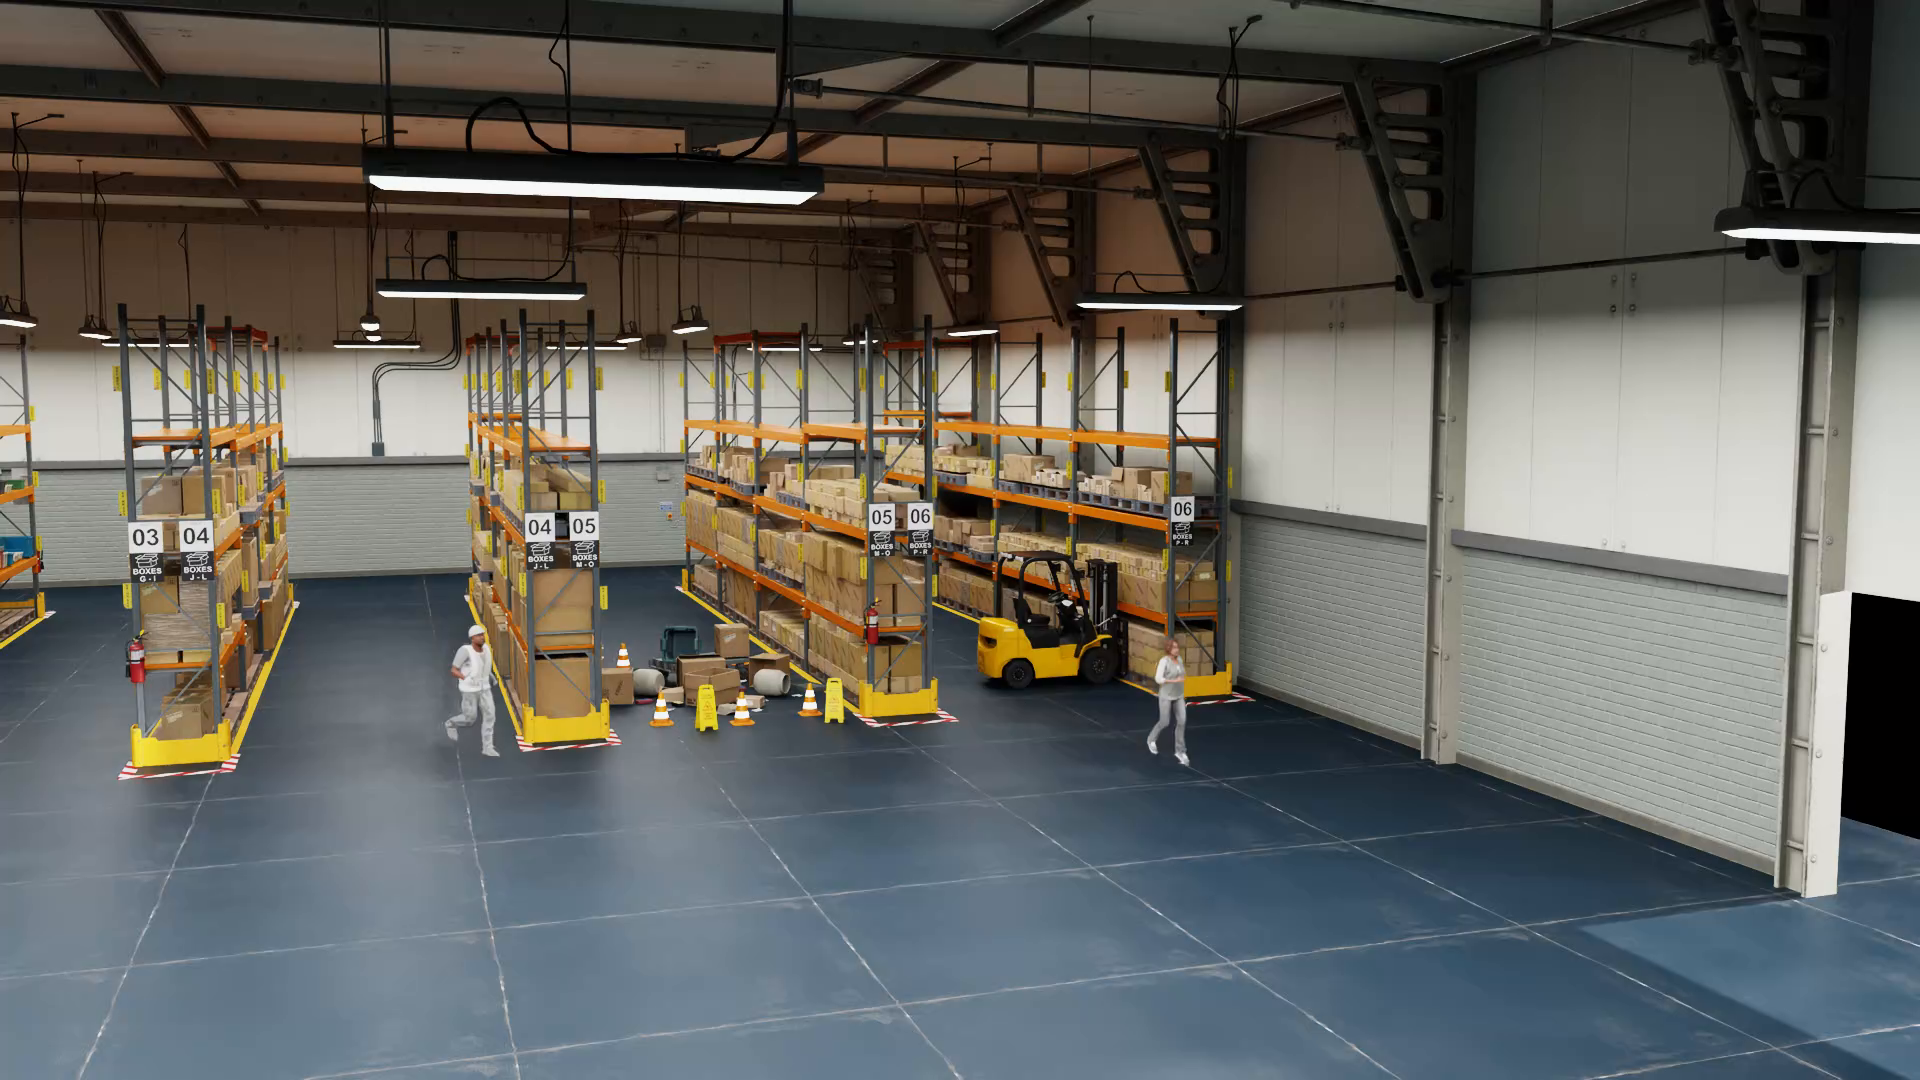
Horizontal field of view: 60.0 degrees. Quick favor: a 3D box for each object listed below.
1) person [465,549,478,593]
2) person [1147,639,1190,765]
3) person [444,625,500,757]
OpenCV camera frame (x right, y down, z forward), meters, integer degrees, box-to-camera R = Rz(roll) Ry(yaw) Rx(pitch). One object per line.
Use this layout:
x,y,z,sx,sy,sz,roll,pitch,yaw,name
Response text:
-11.341,0.413,39.454,0.815,1.702,0.642,-1,6,-12,person
2.769,2.113,22.023,0.575,1.631,0.771,-4,6,-33,person
-6.544,2.016,22.393,0.982,1.764,0.690,4,7,35,person
